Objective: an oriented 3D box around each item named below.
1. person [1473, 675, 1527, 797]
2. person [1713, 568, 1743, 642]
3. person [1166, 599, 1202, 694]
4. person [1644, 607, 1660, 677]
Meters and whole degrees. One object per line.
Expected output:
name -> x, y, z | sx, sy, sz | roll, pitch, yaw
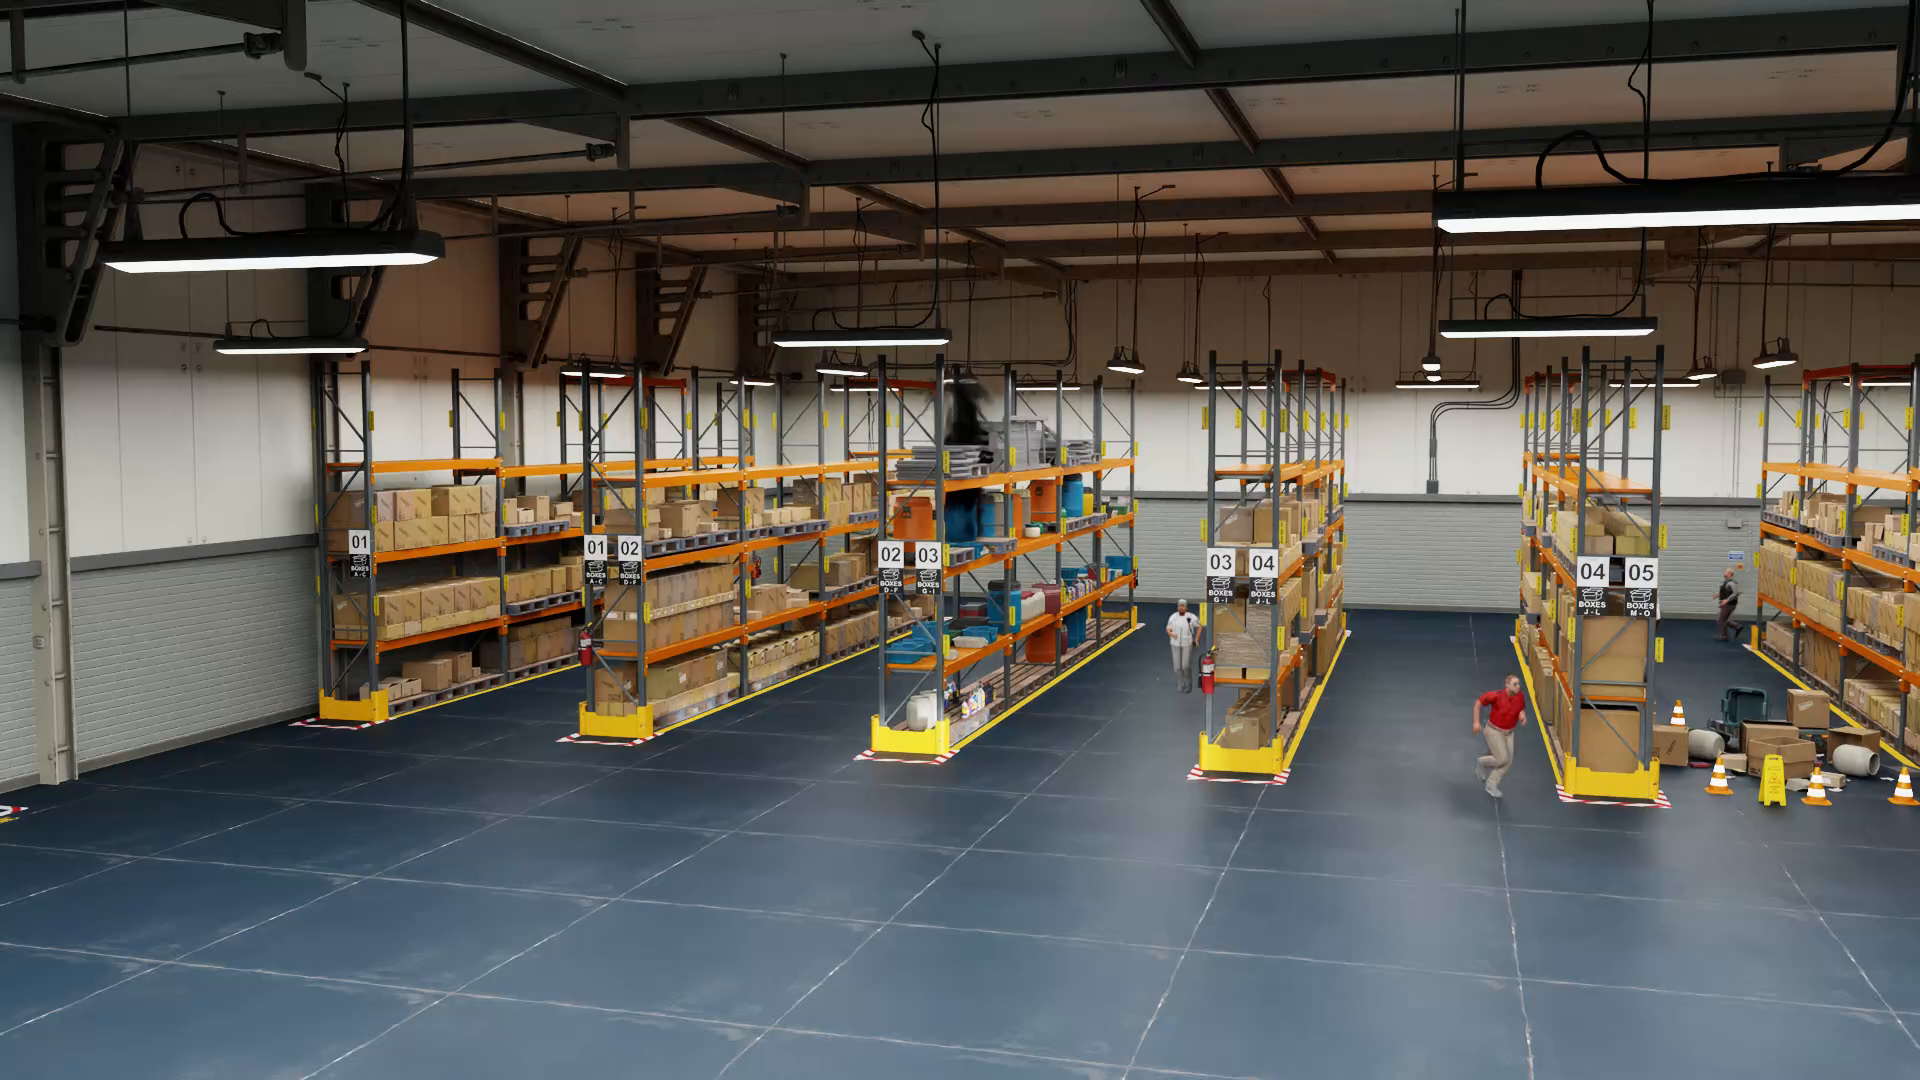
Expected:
person -> 7.236, 2.608, 22.194 | 0.652, 1.655, 0.749 | -2, 5, -25
person -> 17.420, 1.474, 37.638 | 0.654, 1.681, 0.654 | 1, 4, 13
person -> 3.859, 1.854, 28.814 | 0.593, 1.662, 0.577 | 1, 4, 19
person -> 13.391, 1.802, 32.731 | 0.688, 1.714, 0.639 | 1, 4, 14
